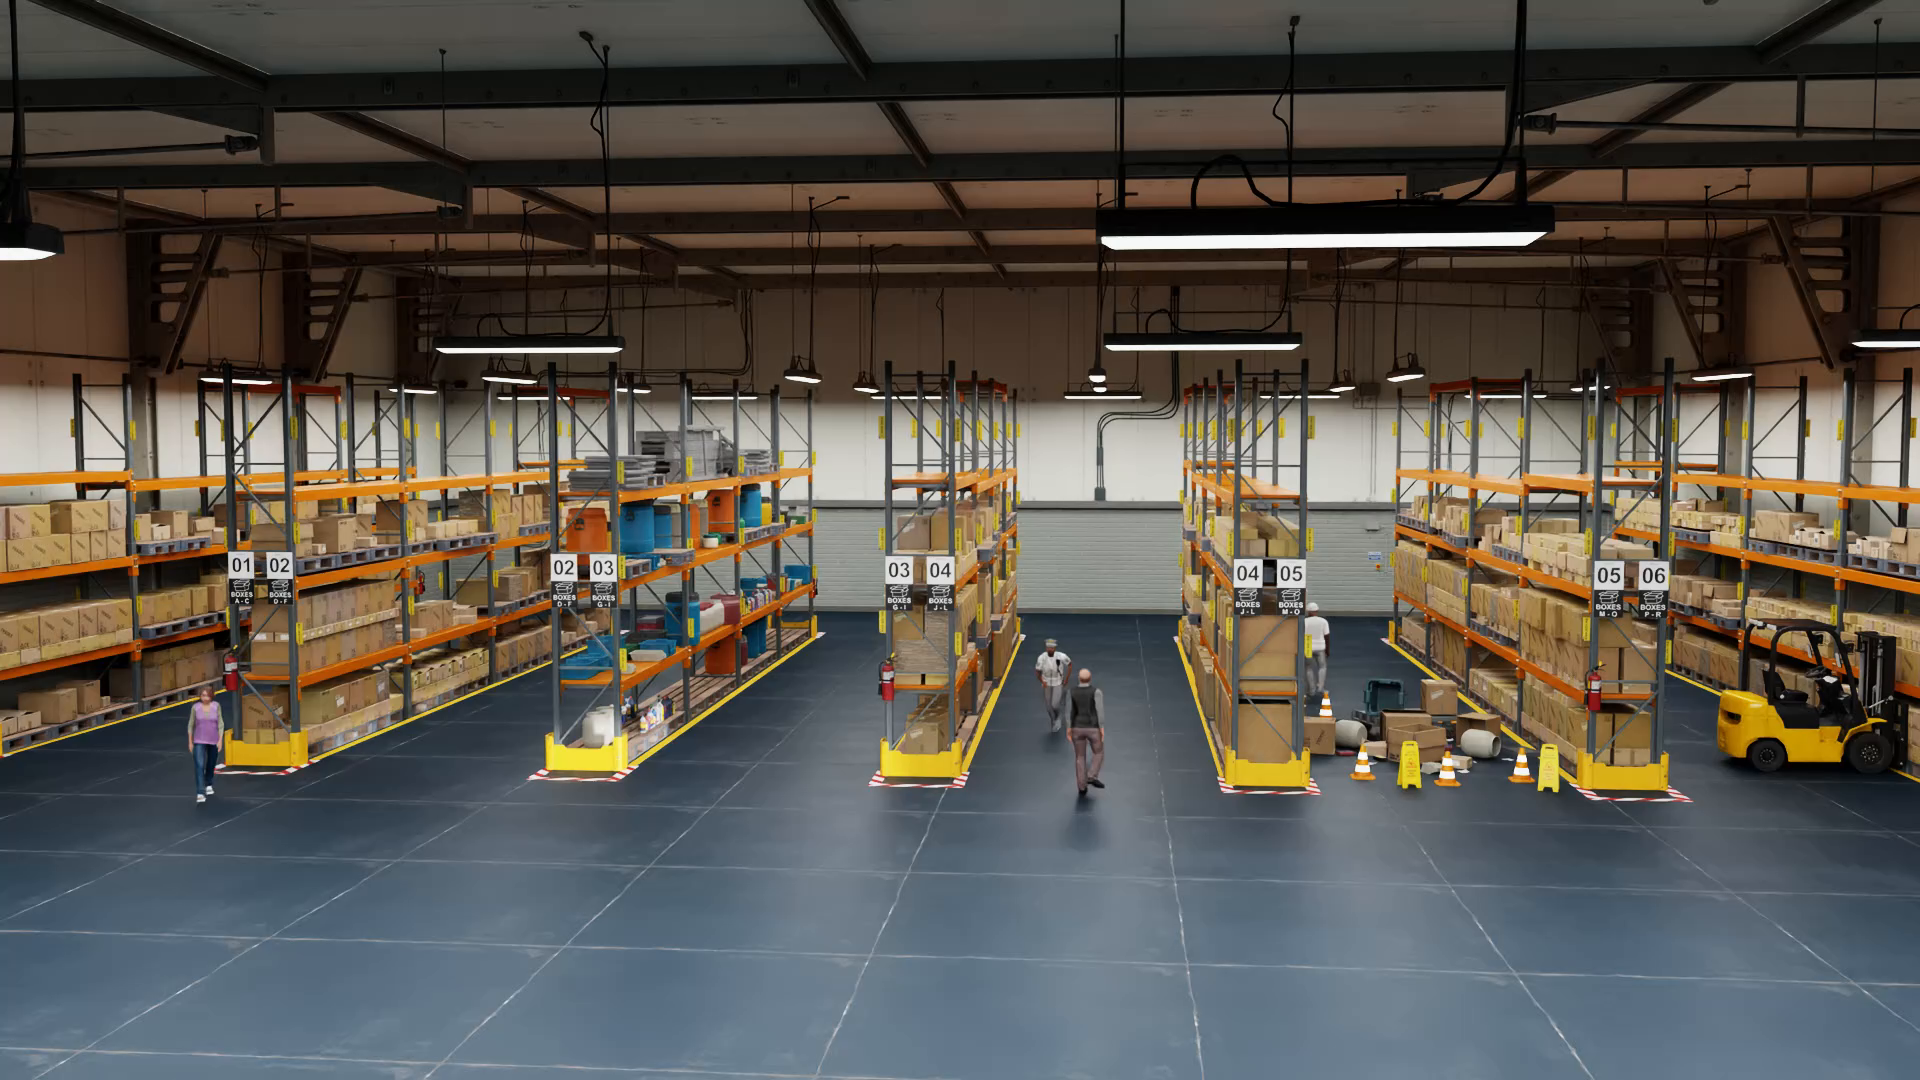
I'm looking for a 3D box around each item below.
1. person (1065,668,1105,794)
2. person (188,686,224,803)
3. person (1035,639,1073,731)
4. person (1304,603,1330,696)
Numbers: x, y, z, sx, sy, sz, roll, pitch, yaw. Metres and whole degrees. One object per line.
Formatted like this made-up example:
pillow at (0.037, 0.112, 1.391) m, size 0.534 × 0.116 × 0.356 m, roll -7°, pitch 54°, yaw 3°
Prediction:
person at (1.723, 2.629, 22.940) m, size 0.569 × 1.712 × 0.478 m, roll 1°, pitch 4°, yaw 15°
person at (-10.167, 2.738, 22.438) m, size 0.440 × 1.526 × 0.978 m, roll -3°, pitch 5°, yaw -35°
person at (1.564, 2.398, 27.528) m, size 0.594 × 1.595 × 0.736 m, roll 1°, pitch 4°, yaw 16°
person at (6.671, 2.067, 31.348) m, size 0.597 × 1.765 × 0.530 m, roll 0°, pitch 4°, yaw 3°
